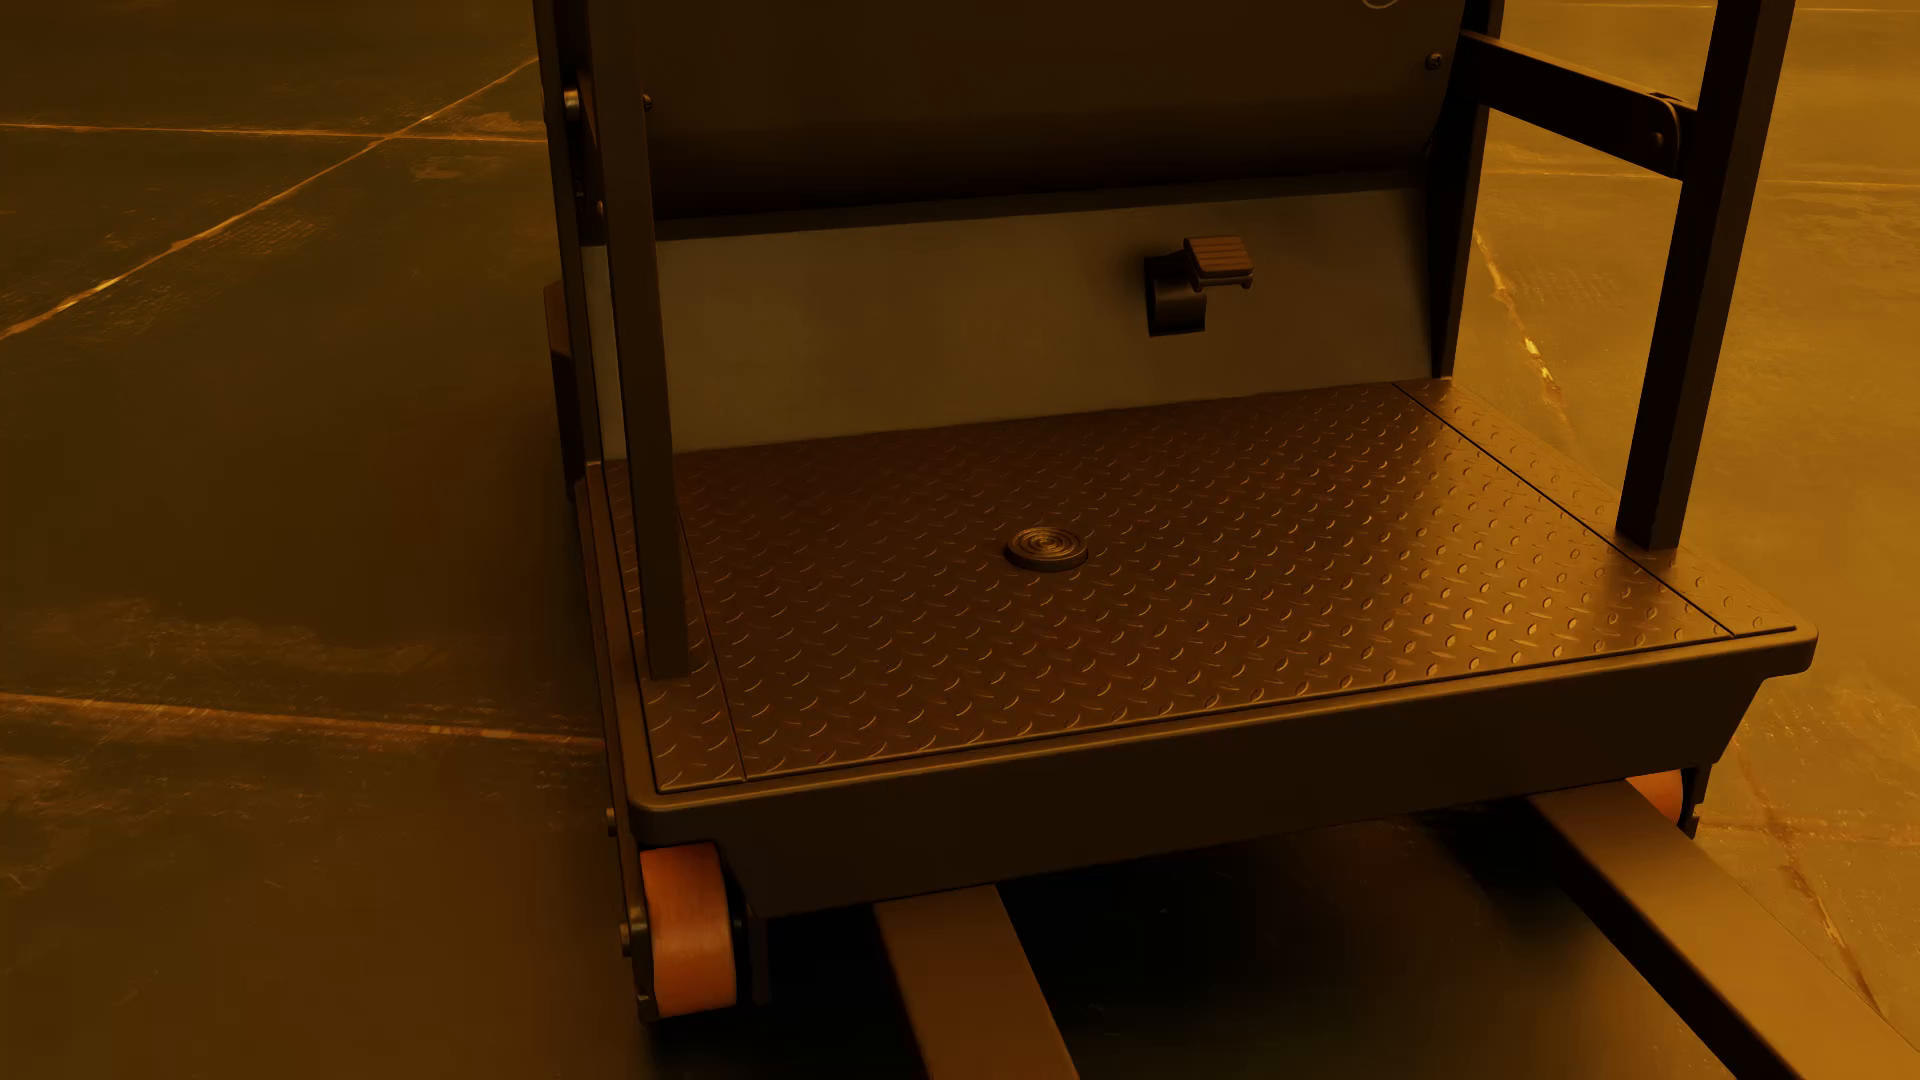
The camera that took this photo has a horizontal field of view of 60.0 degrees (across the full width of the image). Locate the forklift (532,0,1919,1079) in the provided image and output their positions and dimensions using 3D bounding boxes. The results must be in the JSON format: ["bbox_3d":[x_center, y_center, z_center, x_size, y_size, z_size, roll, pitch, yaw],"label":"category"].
[{"bbox_3d":[0.153,-1.049,1.319,1.130,2.935,3.031,-7,27,-13],"label":"forklift"}]
